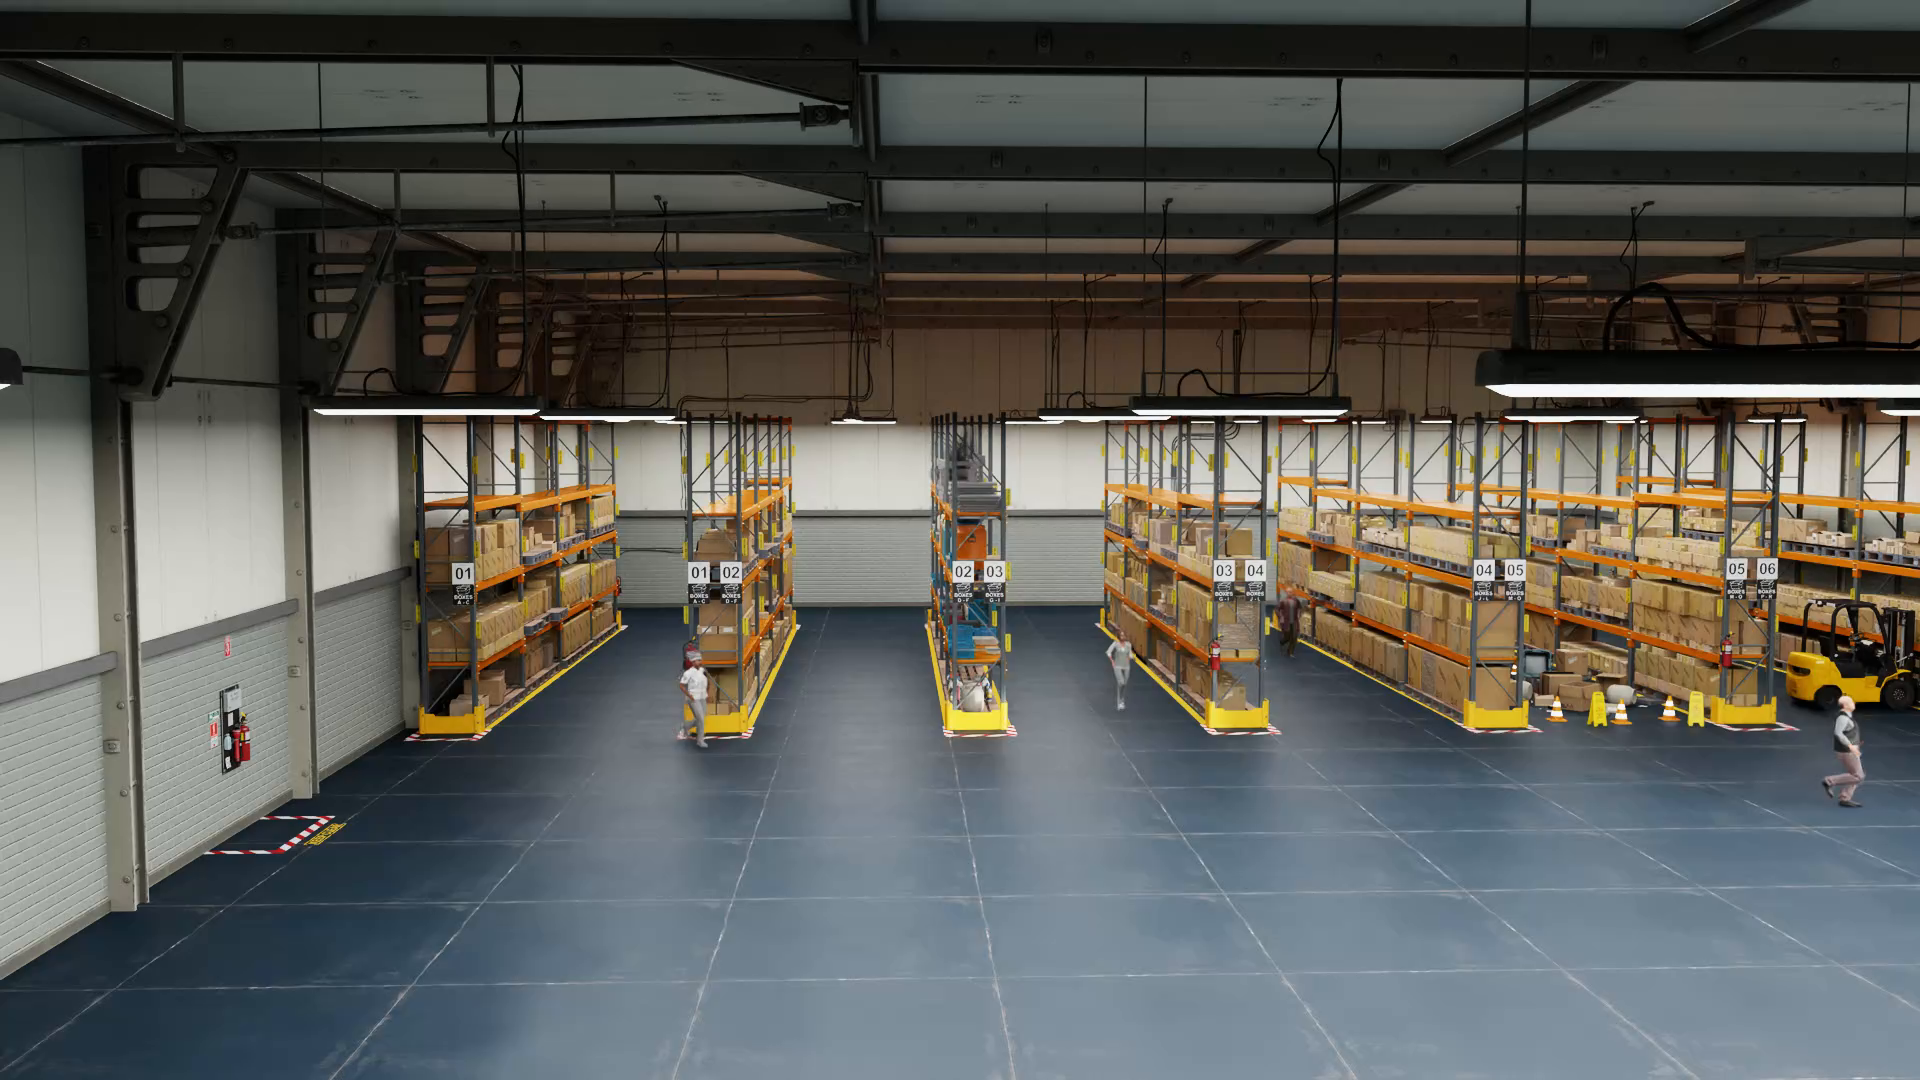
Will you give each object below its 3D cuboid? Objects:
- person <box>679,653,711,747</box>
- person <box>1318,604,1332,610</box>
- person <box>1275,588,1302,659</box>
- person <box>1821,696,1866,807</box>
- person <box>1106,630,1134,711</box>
[{"bbox_3d":[-4.771,2.870,29.960,0.701,1.694,0.624,3,5,36],"label":"person"},{"bbox_3d":[10.785,1.517,49.022,0.916,1.698,0.613,0,4,-6],"label":"person"},{"bbox_3d":[8.178,2.051,41.300,0.711,1.743,0.756,-1,4,-9],"label":"person"},{"bbox_3d":[13.330,3.183,25.081,0.586,1.679,0.659,2,4,26],"label":"person"},{"bbox_3d":[3.263,2.638,33.669,0.509,1.635,0.615,-1,4,-13],"label":"person"}]
